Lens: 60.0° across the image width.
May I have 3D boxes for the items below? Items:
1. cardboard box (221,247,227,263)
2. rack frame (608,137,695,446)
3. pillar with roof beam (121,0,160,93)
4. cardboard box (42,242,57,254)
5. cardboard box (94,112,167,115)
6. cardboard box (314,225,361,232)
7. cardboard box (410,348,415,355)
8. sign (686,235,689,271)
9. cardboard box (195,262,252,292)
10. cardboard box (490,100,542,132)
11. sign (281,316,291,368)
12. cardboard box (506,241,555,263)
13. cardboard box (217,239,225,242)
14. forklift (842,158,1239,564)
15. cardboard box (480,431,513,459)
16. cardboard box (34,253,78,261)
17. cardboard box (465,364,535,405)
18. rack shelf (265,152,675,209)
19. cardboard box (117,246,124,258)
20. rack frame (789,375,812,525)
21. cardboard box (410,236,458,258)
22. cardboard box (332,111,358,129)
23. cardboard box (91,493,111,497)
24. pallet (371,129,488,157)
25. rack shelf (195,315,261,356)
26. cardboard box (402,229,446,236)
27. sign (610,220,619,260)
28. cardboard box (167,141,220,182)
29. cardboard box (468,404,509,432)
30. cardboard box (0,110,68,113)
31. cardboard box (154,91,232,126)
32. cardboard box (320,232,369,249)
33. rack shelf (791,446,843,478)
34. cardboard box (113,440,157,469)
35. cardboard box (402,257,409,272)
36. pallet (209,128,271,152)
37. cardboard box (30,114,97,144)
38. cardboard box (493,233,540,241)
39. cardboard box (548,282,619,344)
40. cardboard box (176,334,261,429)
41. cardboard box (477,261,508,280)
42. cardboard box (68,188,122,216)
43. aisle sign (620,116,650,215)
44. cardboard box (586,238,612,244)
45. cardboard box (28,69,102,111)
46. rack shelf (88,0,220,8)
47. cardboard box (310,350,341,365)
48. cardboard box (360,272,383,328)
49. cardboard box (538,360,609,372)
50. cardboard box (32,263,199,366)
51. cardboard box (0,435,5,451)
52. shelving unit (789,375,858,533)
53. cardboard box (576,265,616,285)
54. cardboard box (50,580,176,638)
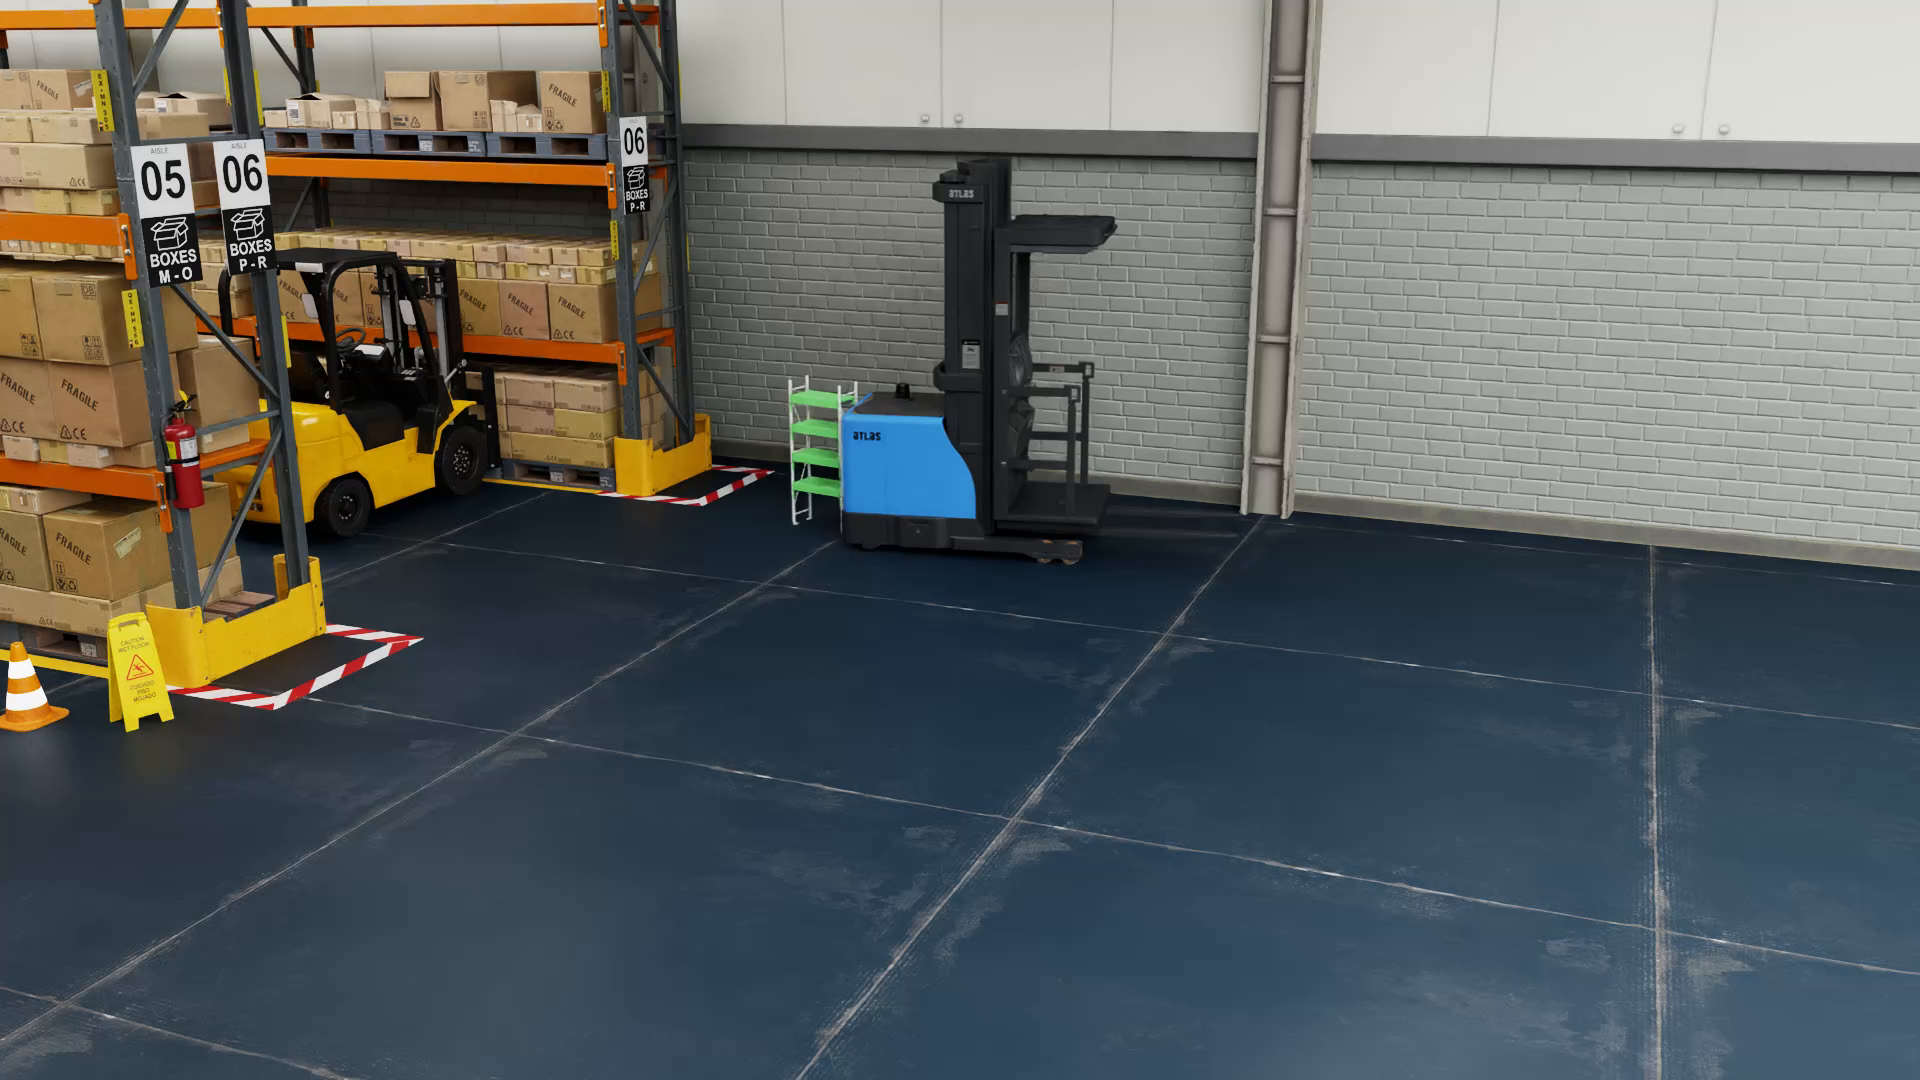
[{"bbox_3d":[-6.804,-2.731,15.857,0.250,0.149,0.380,7,18,23],"label":"cardboard box"},{"bbox_3d":[-2.684,-1.985,14.629,0.127,3.000,1.000,6,17,21],"label":"rack frame"},{"bbox_3d":[-10.162,-4.668,13.112,0.400,9.000,9.100,6,17,21],"label":"pillar with roof beam"},{"bbox_3d":[-8.948,-2.965,16.665,0.250,0.149,0.380,6,17,21],"label":"cardboard box"},{"bbox_3d":[-4.998,-2.511,10.082,0.250,0.149,0.380,6,17,20],"label":"cardboard box"},{"bbox_3d":[-5.997,-2.942,16.051,0.250,0.149,0.380,6,17,21],"label":"cardboard box"},{"bbox_3d":[-5.399,-1.707,16.059,0.500,0.250,0.500,6,17,20],"label":"cardboard box"},{"bbox_3d":[-2.475,-2.582,14.991,0.005,0.325,0.100,6,17,21],"label":"sign"},{"bbox_3d":[-6.955,-2.546,15.935,0.500,0.250,0.500,6,17,19],"label":"cardboard box"},{"bbox_3d":[-3.802,-3.642,14.268,0.258,0.266,0.396,6,17,21],"label":"cardboard box"},{"bbox_3d":[-4.303,-1.253,10.558,0.005,0.325,0.100,6,17,21],"label":"sign"},{"bbox_3d":[-3.793,-2.551,14.703,0.250,0.149,0.380,6,17,21],"label":"cardboard box"},{"bbox_3d":[-7.115,-2.912,16.480,0.250,0.149,0.380,6,17,20],"label":"cardboard box"},{"bbox_3d":[0.651,-1.387,12.695,3.031,2.935,1.130,3,16,10],"label":"forklift"},{"bbox_3d":[-4.158,-0.939,15.206,0.500,0.250,0.500,6,17,21],"label":"cardboard box"},{"bbox_3d":[-8.857,-2.752,16.647,0.500,0.250,0.500,6,17,19],"label":"cardboard box"},{"bbox_3d":[-4.177,-1.412,15.042,0.500,0.250,0.500,7,17,21],"label":"cardboard box"},{"bbox_3d":[-4.544,-3.284,15.016,4.000,0.370,1.077,6,17,21],"label":"rack shelf"},{"bbox_3d":[-8.004,-2.854,16.280,0.250,0.149,0.380,6,17,21],"label":"cardboard box"},{"bbox_3d":[-1.299,-0.730,13.536,0.015,1.200,0.240,10,19,31],"label":"rack frame"},{"bbox_3d":[-4.751,-2.654,15.061,0.250,0.149,0.380,6,17,21],"label":"cardboard box"},{"bbox_3d":[-5.384,-3.760,14.883,0.250,0.149,0.380,7,18,22],"label":"cardboard box"},{"bbox_3d":[-5.661,-0.147,11.133,0.500,0.500,0.500,6,17,19],"label":"cardboard box"},{"bbox_3d":[-4.471,-3.586,14.924,1.213,0.211,1.003,6,17,21],"label":"pallet"},{"bbox_3d":[-8.265,-2.253,16.844,4.000,0.370,1.077,6,17,21],"label":"rack shelf"},{"bbox_3d":[-5.038,-2.841,15.702,0.250,0.149,0.380,6,17,20],"label":"cardboard box"},{"bbox_3d":[-2.896,-2.515,13.955,0.005,0.325,0.100,6,17,21],"label":"sign"},{"bbox_3d":[-4.872,-2.329,10.170,0.500,0.250,0.500,6,17,20],"label":"cardboard box"},{"bbox_3d":[-4.202,-1.176,15.126,0.500,0.250,0.500,6,17,19],"label":"cardboard box"},{"bbox_3d":[-5.892,-2.646,10.546,0.250,0.149,0.380,7,18,22],"label":"cardboard box"},{"bbox_3d":[-7.167,-4.052,15.598,0.500,0.311,0.500,6,17,19],"label":"cardboard box"},{"bbox_3d":[-5.700,-2.760,15.422,0.250,0.149,0.380,6,17,20],"label":"cardboard box"},{"bbox_3d":[-1.093,-0.632,13.428,0.480,0.148,0.258,10,19,31],"label":"rack shelf"},{"bbox_3d":[-4.928,-0.559,10.169,0.250,0.149,0.380,7,18,22],"label":"cardboard box"},{"bbox_3d":[-5.025,-2.514,15.110,0.250,0.149,0.380,6,17,19],"label":"cardboard box"},{"bbox_3d":[-7.230,-3.829,15.947,1.217,0.209,0.805,6,17,18],"label":"pallet"},{"bbox_3d":[-5.150,-2.394,9.680,0.250,0.149,0.380,7,17,22],"label":"cardboard box"},{"bbox_3d":[-4.087,-2.738,15.347,0.250,0.149,0.380,6,17,19],"label":"cardboard box"},{"bbox_3d":[-3.238,-2.015,14.554,0.500,0.500,0.500,6,17,19],"label":"cardboard box"},{"bbox_3d":[-4.840,-1.008,10.553,0.500,0.500,0.500,6,17,20],"label":"cardboard box"},{"bbox_3d":[-4.069,-2.411,14.756,0.250,0.149,0.380,6,17,19],"label":"cardboard box"},{"bbox_3d":[-4.936,-1.981,9.686,0.250,0.149,0.380,6,17,21],"label":"cardboard box"},{"bbox_3d":[-2.730,-3.150,13.981,0.004,0.787,0.394,6,17,21],"label":"aisle sign"},{"bbox_3d":[-3.142,-2.620,14.942,0.250,0.149,0.380,7,18,23],"label":"cardboard box"},{"bbox_3d":[-8.595,-4.300,16.112,0.500,0.500,0.500,7,17,22],"label":"cardboard box"},{"bbox_3d":[-6.362,-3.435,10.163,4.000,0.370,1.077,6,17,21],"label":"rack shelf"},{"bbox_3d":[-6.070,-1.624,15.774,0.500,0.250,0.500,6,17,20],"label":"cardboard box"},{"bbox_3d":[-5.126,-2.228,15.289,0.500,0.500,0.500,6,17,20],"label":"cardboard box"},{"bbox_3d":[-3.528,-1.494,15.326,0.500,0.250,0.500,6,17,21],"label":"cardboard box"},{"bbox_3d":[-5.057,-1.364,9.984,0.500,0.500,0.700,6,17,19],"label":"cardboard box"},{"bbox_3d":[-5.872,-0.669,10.549,0.250,0.149,0.380,7,17,21],"label":"cardboard box"},{"bbox_3d":[-1.093,-0.693,13.410,0.503,1.200,0.258,10,19,31],"label":"shelving unit"},{"bbox_3d":[-3.109,-2.307,14.397,0.250,0.149,0.380,7,17,21],"label":"cardboard box"},{"bbox_3d":[-5.375,0.407,10.571,0.500,0.250,0.500,6,17,20],"label":"cardboard box"}]
